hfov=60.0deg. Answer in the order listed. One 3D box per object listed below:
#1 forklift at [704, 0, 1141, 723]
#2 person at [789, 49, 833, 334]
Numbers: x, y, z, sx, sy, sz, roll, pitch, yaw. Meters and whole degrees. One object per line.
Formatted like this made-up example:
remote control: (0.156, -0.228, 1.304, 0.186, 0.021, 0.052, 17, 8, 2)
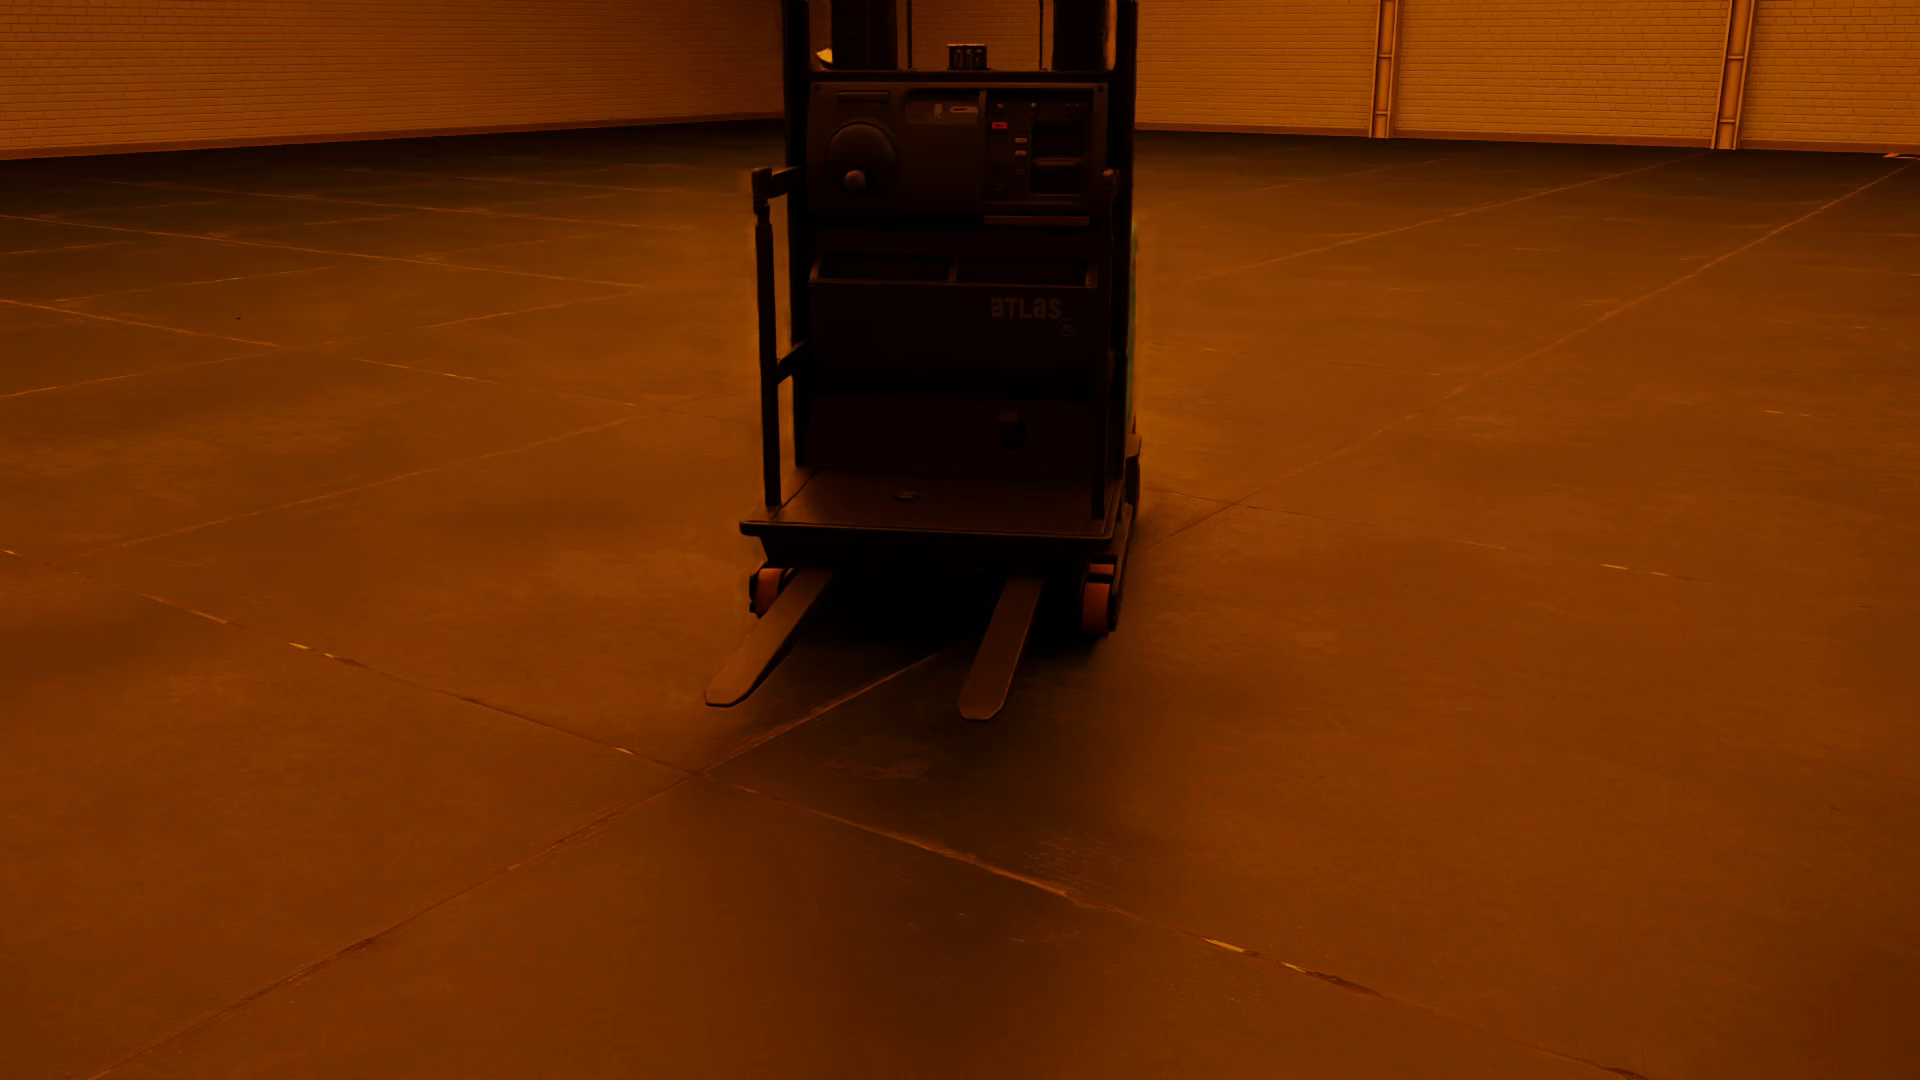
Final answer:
forklift: (-0.041, -1.222, 4.920, 1.130, 2.935, 3.031, 2, 17, 8)
person: (-0.728, -2.030, 9.910, 0.528, 1.720, 0.480, -11, 20, -32)
